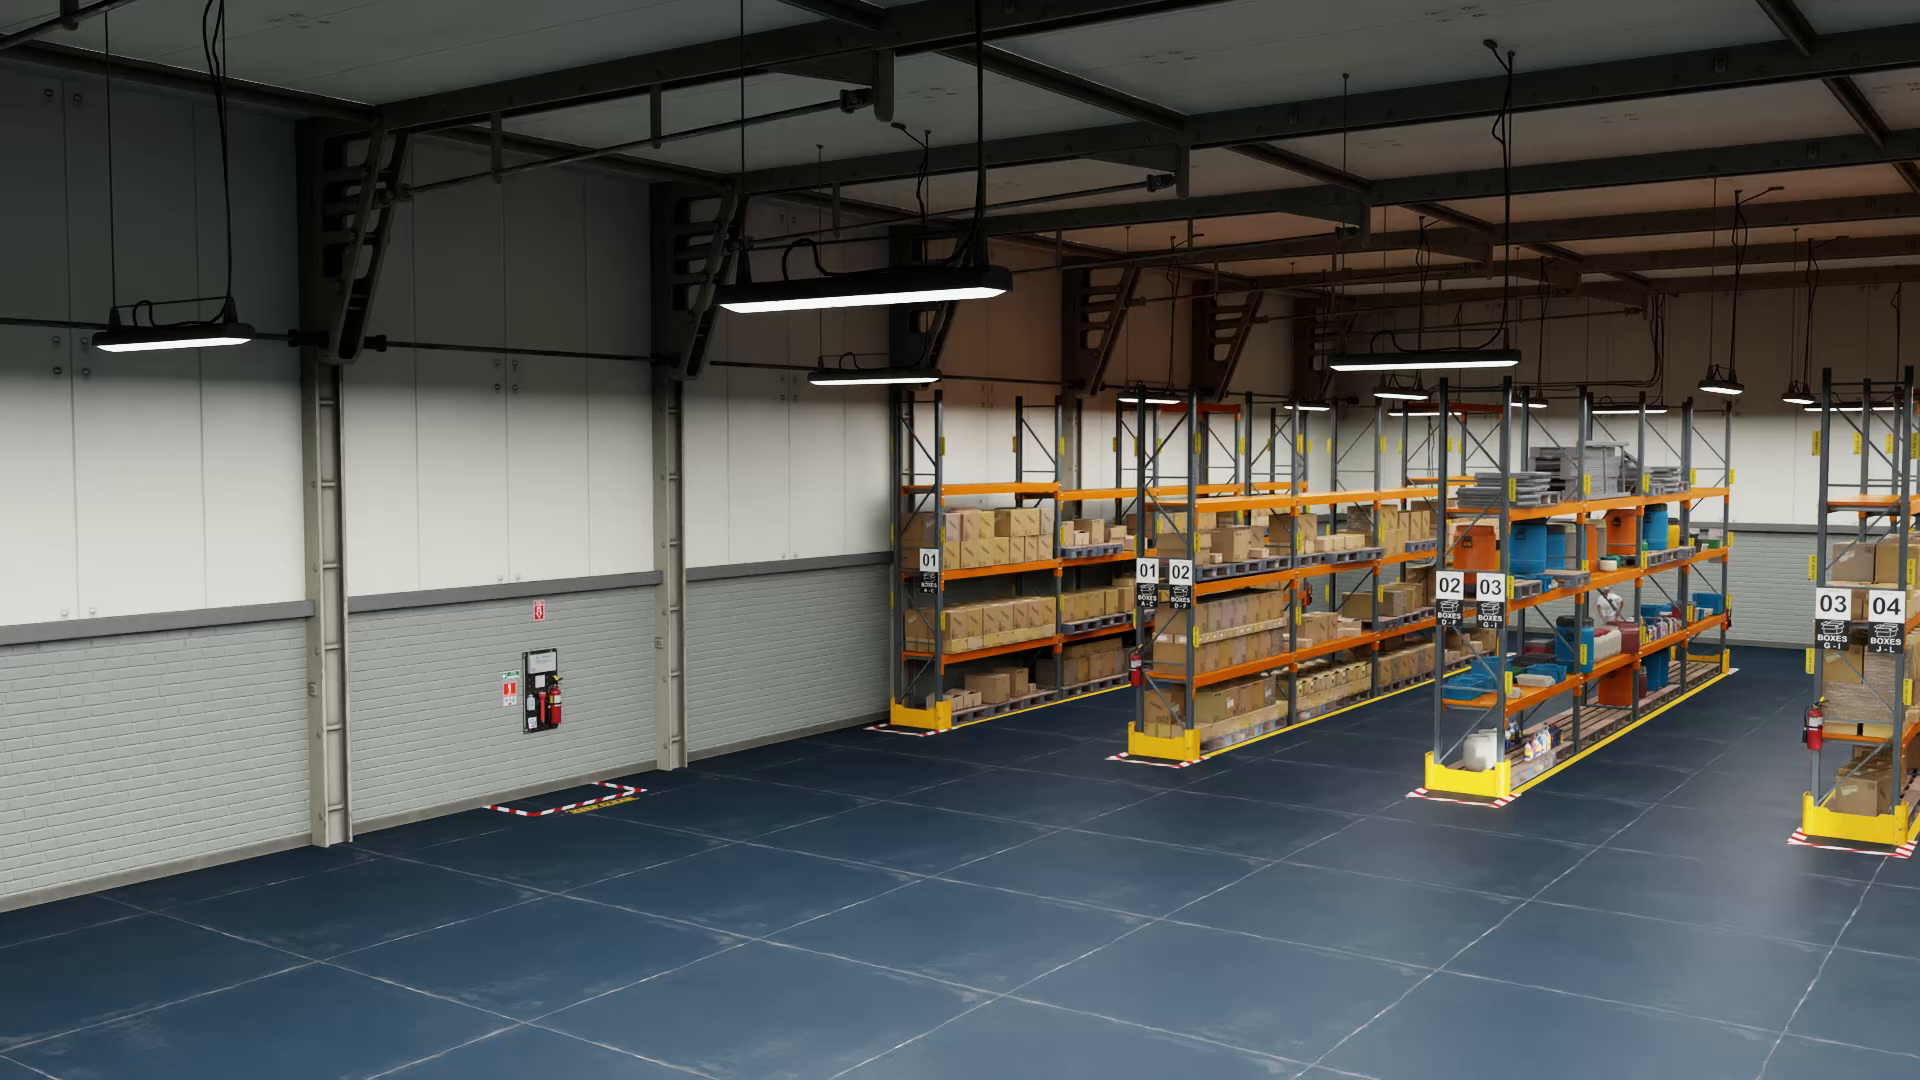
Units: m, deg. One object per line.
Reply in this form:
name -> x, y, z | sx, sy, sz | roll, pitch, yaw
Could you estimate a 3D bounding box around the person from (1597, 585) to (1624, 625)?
person -> 16.172, 1.881, 41.344 | 0.734, 1.598, 0.610 | -3, 5, -45
